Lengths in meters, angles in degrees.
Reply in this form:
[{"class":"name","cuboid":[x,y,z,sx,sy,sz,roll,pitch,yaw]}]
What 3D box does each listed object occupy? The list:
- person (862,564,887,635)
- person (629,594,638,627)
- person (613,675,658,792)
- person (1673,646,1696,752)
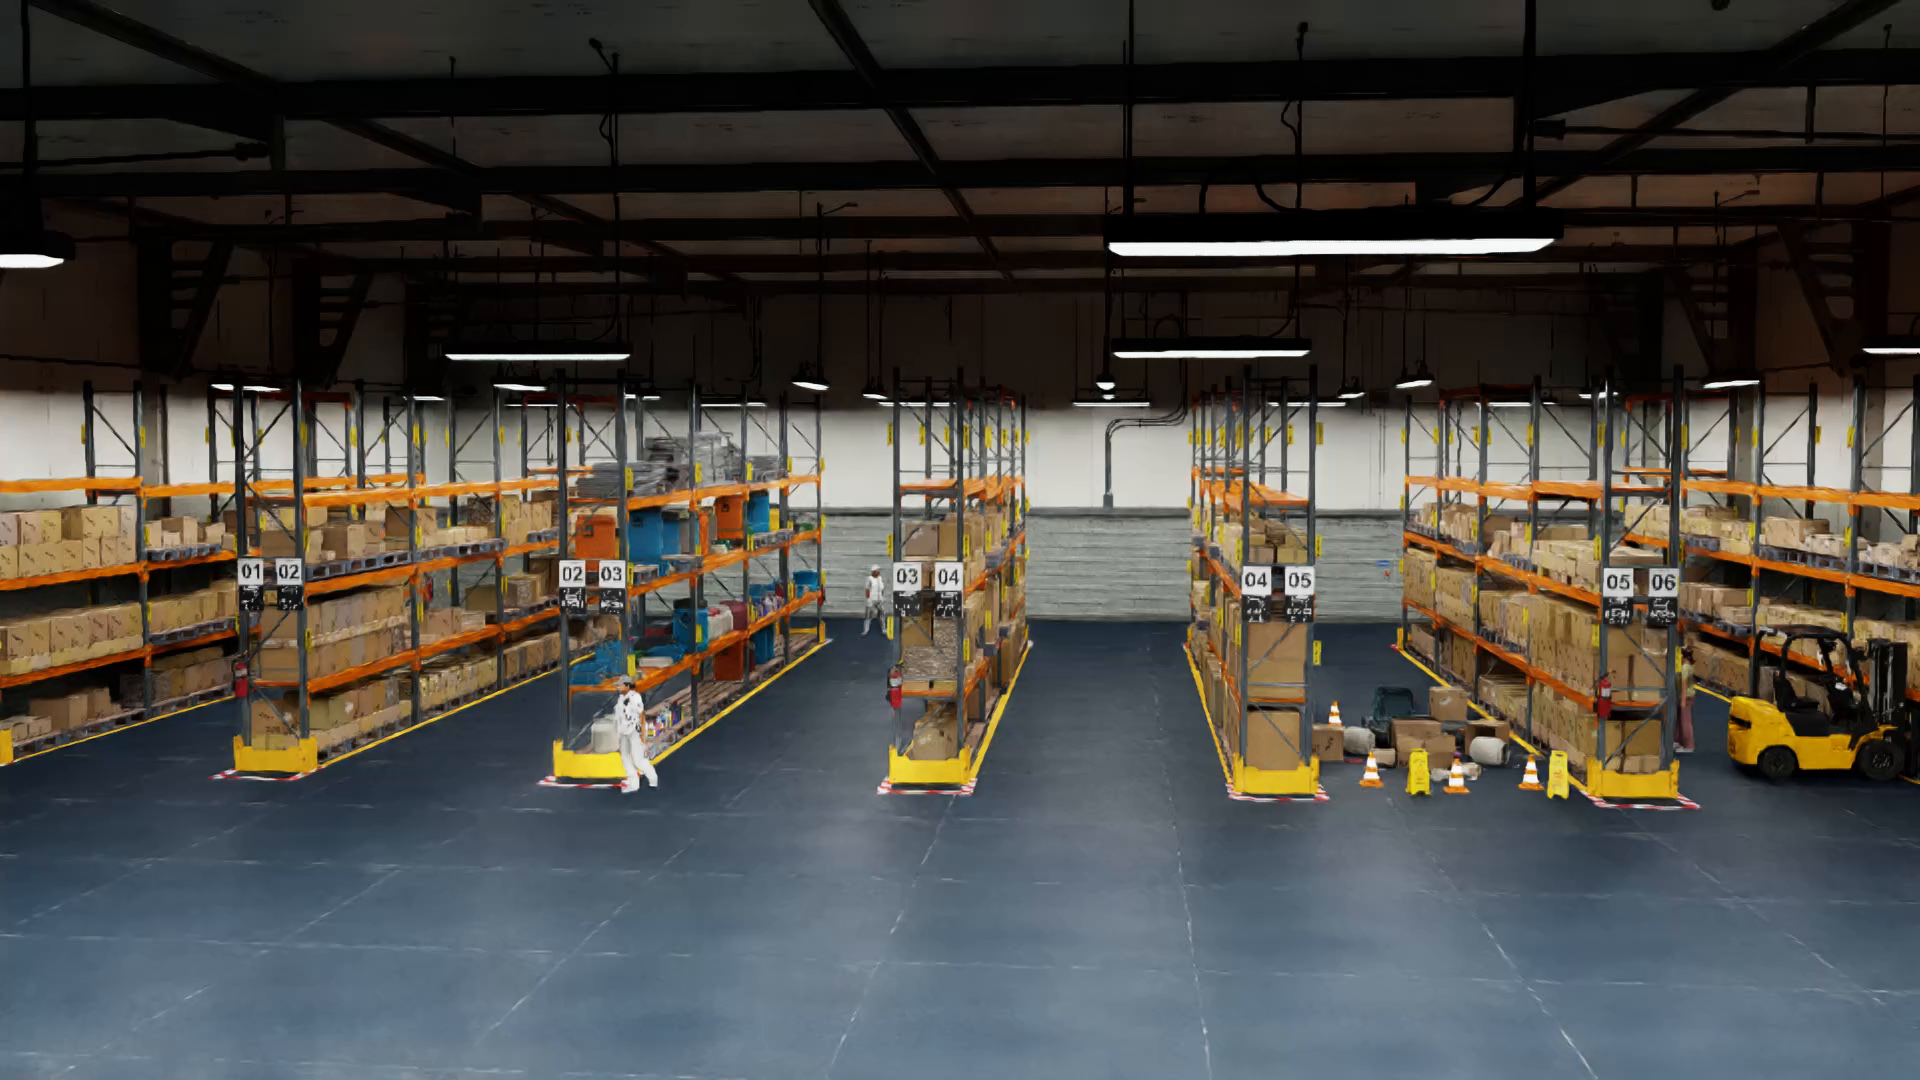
[{"class":"person","cuboid":[-2.104,1.496,41.905,0.738,1.774,0.578,-3,5,-44]},{"class":"person","cuboid":[-8.431,1.528,42.962,0.479,1.622,0.951,-1,4,-18]},{"class":"person","cuboid":[-4.593,2.723,23.500,0.553,1.655,0.560,3,5,43]},{"class":"person","cuboid":[11.456,2.512,26.409,0.476,1.675,0.493,3,4,36]}]
